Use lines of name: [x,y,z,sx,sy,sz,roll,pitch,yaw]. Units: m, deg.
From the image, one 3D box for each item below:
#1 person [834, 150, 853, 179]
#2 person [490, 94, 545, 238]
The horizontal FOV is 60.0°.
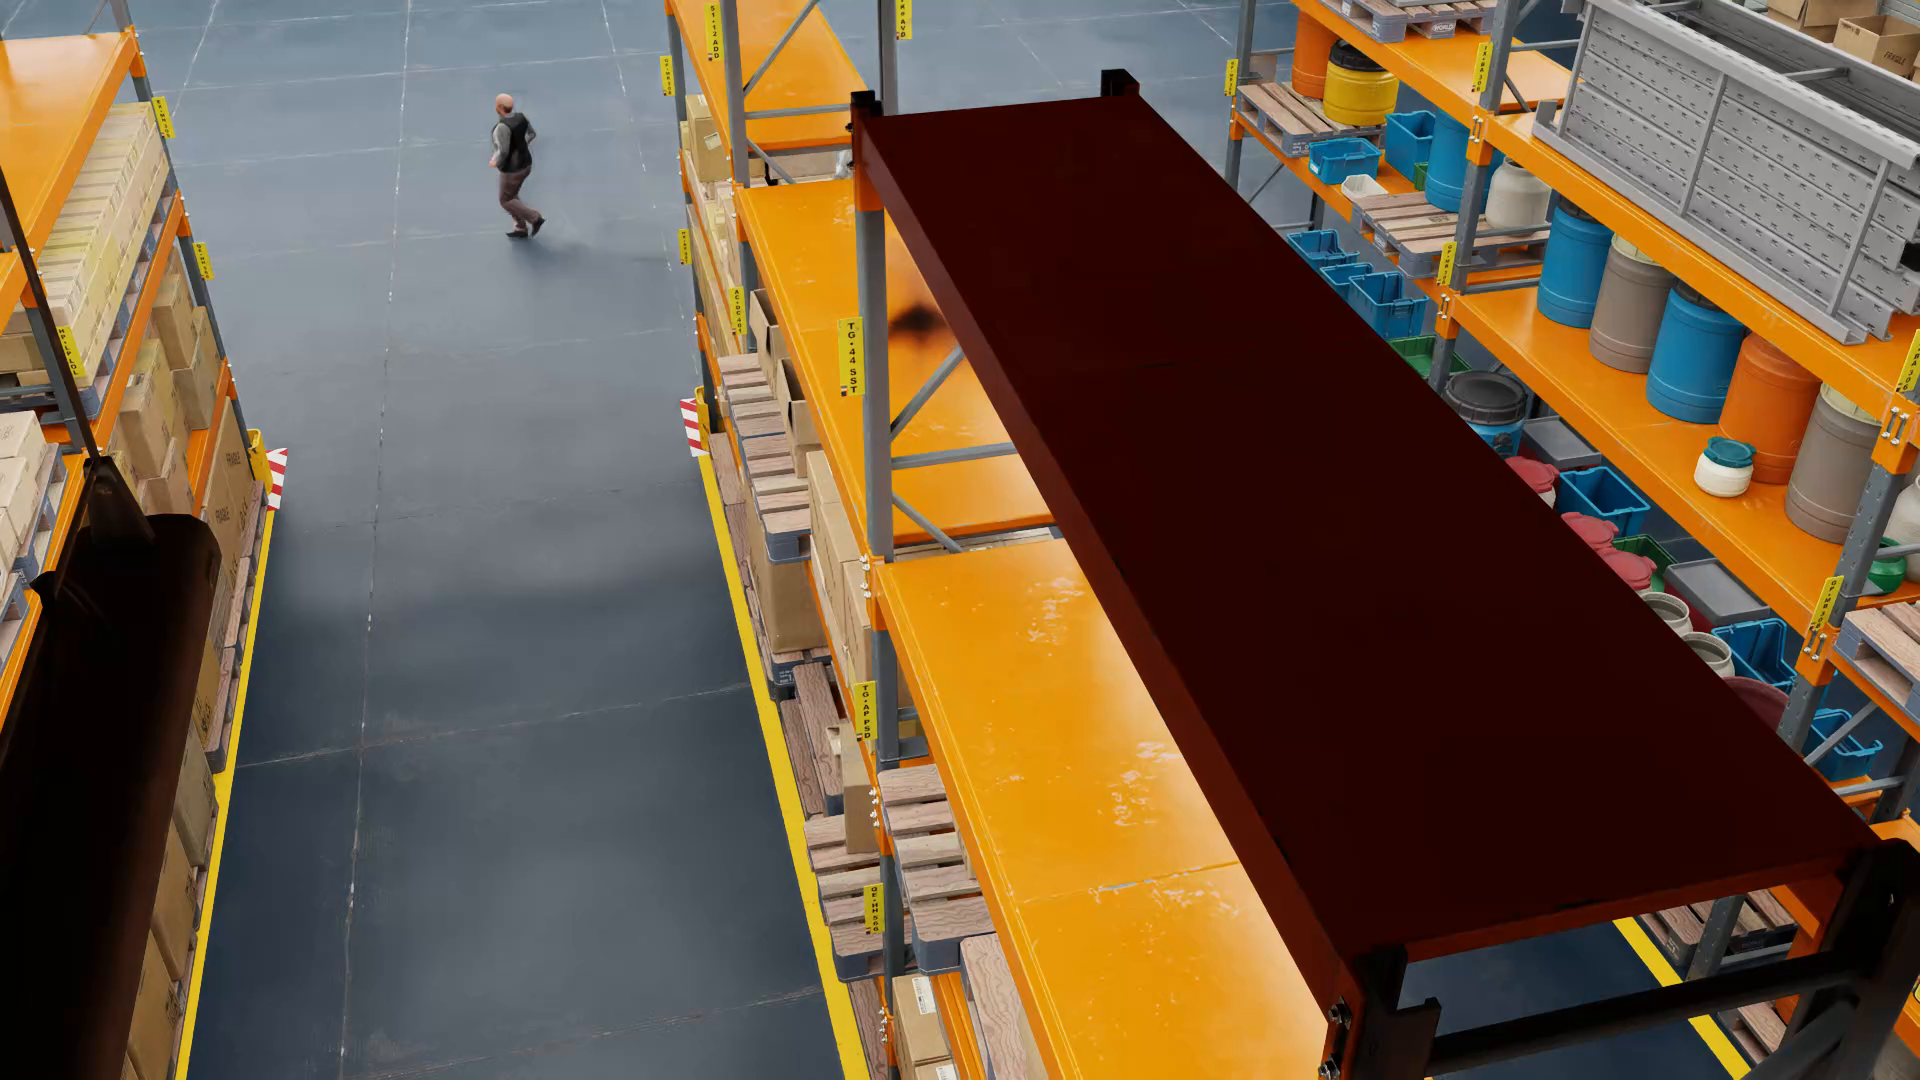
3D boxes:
person: [-1.120,-3.808,18.095,0.888,1.819,0.666,7,35,10]
person: [-4.969,-4.186,18.715,0.617,1.697,0.670,11,36,15]
